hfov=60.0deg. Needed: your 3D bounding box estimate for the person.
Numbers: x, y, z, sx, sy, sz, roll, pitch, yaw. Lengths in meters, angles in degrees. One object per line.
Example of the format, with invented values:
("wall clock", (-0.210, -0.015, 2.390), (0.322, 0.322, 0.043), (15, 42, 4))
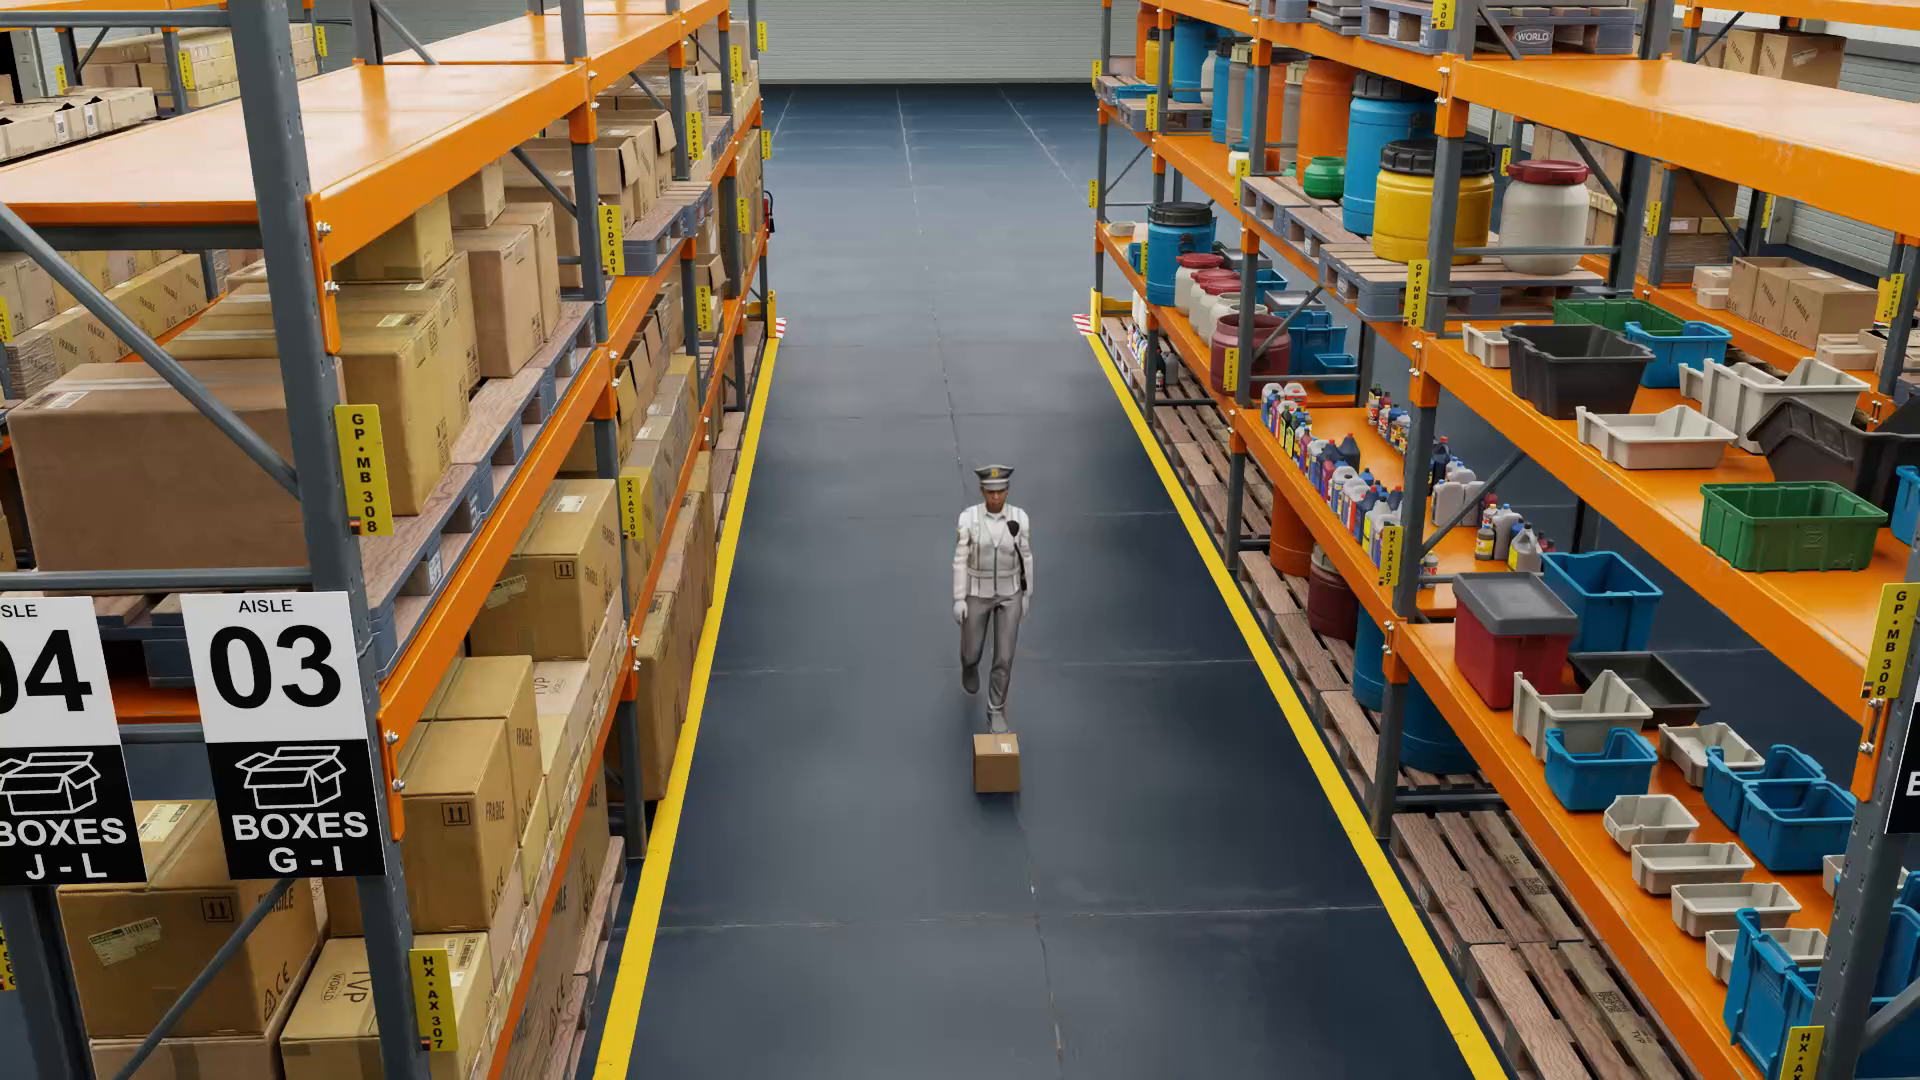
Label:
("person", (0.201, 0.324, 10.140), (0.501, 1.664, 0.656), (-2, 21, -5))
